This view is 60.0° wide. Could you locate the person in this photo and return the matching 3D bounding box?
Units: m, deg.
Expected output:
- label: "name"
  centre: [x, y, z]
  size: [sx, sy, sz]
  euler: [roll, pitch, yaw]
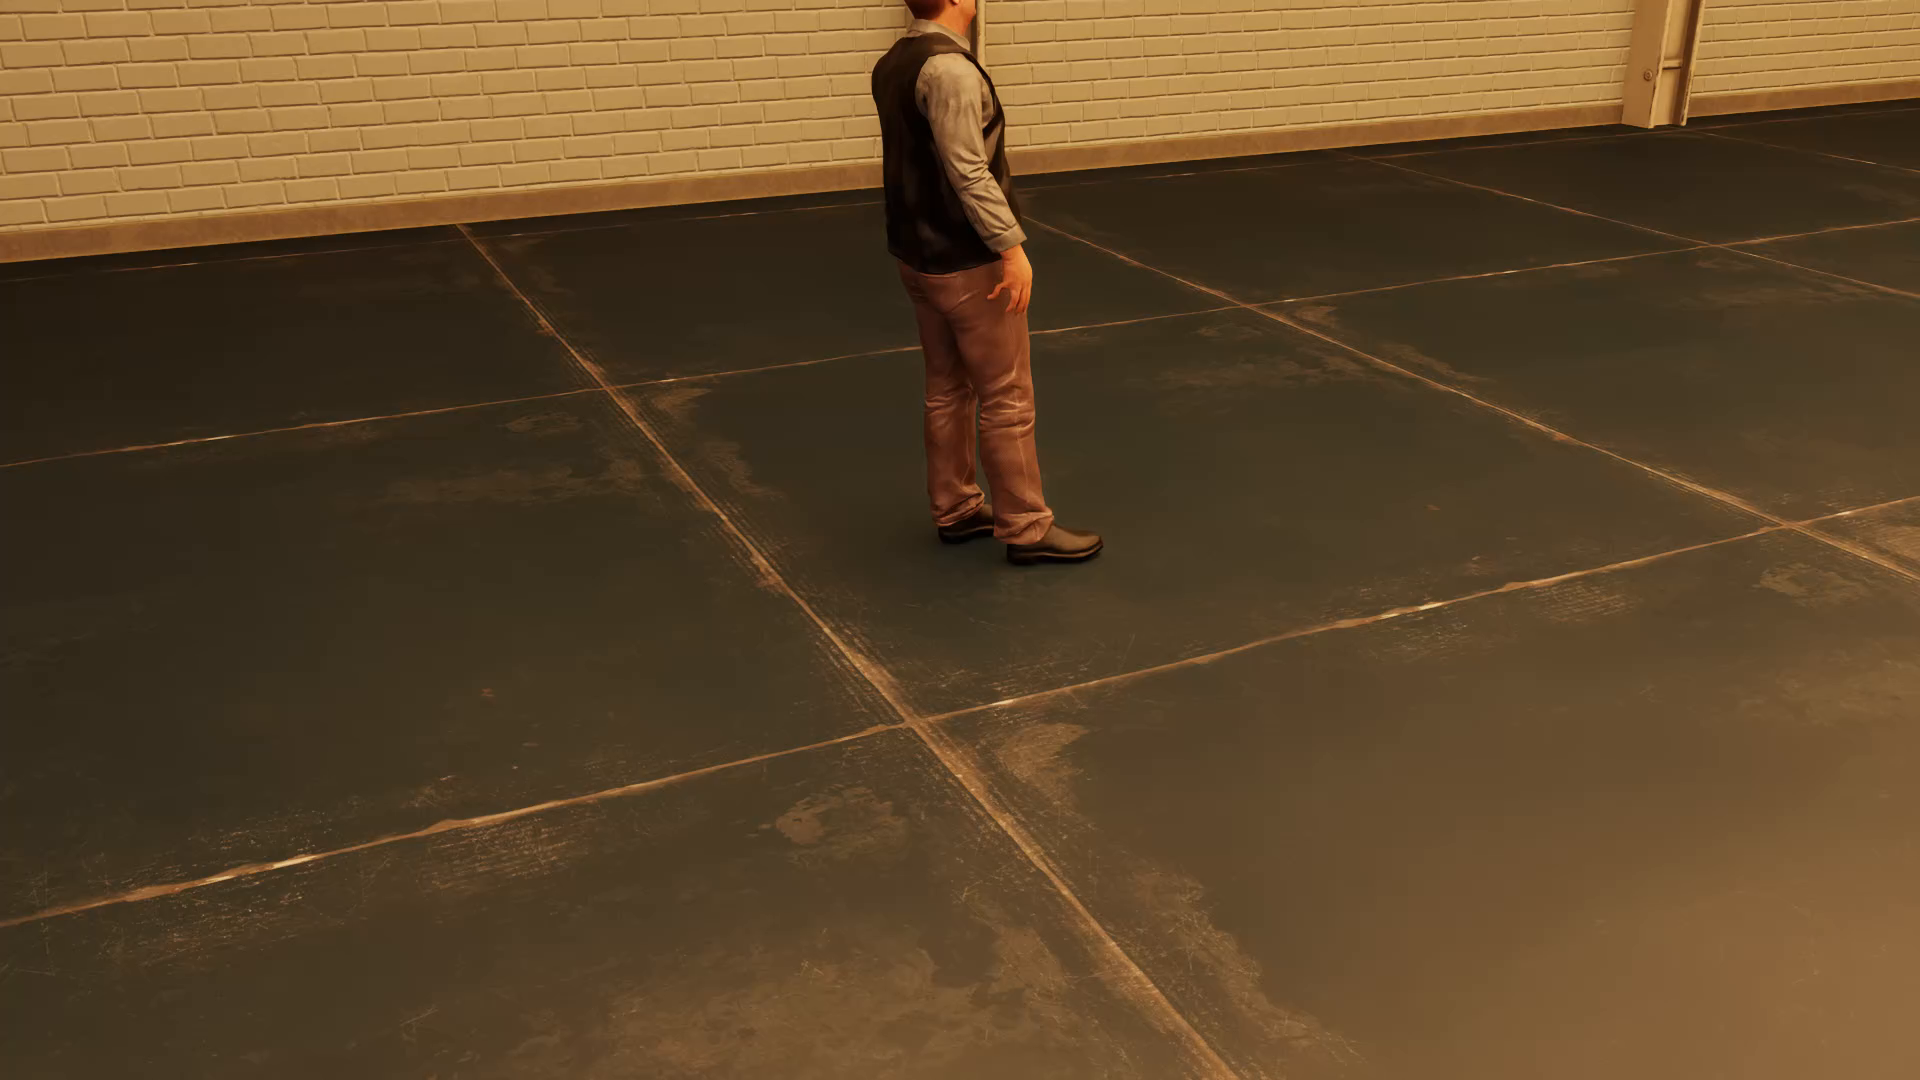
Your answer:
- label: "person"
  centre: [0.059, -0.809, 4.791]
  size: [0.568, 1.720, 0.632]
  euler: [-10, 25, -23]
